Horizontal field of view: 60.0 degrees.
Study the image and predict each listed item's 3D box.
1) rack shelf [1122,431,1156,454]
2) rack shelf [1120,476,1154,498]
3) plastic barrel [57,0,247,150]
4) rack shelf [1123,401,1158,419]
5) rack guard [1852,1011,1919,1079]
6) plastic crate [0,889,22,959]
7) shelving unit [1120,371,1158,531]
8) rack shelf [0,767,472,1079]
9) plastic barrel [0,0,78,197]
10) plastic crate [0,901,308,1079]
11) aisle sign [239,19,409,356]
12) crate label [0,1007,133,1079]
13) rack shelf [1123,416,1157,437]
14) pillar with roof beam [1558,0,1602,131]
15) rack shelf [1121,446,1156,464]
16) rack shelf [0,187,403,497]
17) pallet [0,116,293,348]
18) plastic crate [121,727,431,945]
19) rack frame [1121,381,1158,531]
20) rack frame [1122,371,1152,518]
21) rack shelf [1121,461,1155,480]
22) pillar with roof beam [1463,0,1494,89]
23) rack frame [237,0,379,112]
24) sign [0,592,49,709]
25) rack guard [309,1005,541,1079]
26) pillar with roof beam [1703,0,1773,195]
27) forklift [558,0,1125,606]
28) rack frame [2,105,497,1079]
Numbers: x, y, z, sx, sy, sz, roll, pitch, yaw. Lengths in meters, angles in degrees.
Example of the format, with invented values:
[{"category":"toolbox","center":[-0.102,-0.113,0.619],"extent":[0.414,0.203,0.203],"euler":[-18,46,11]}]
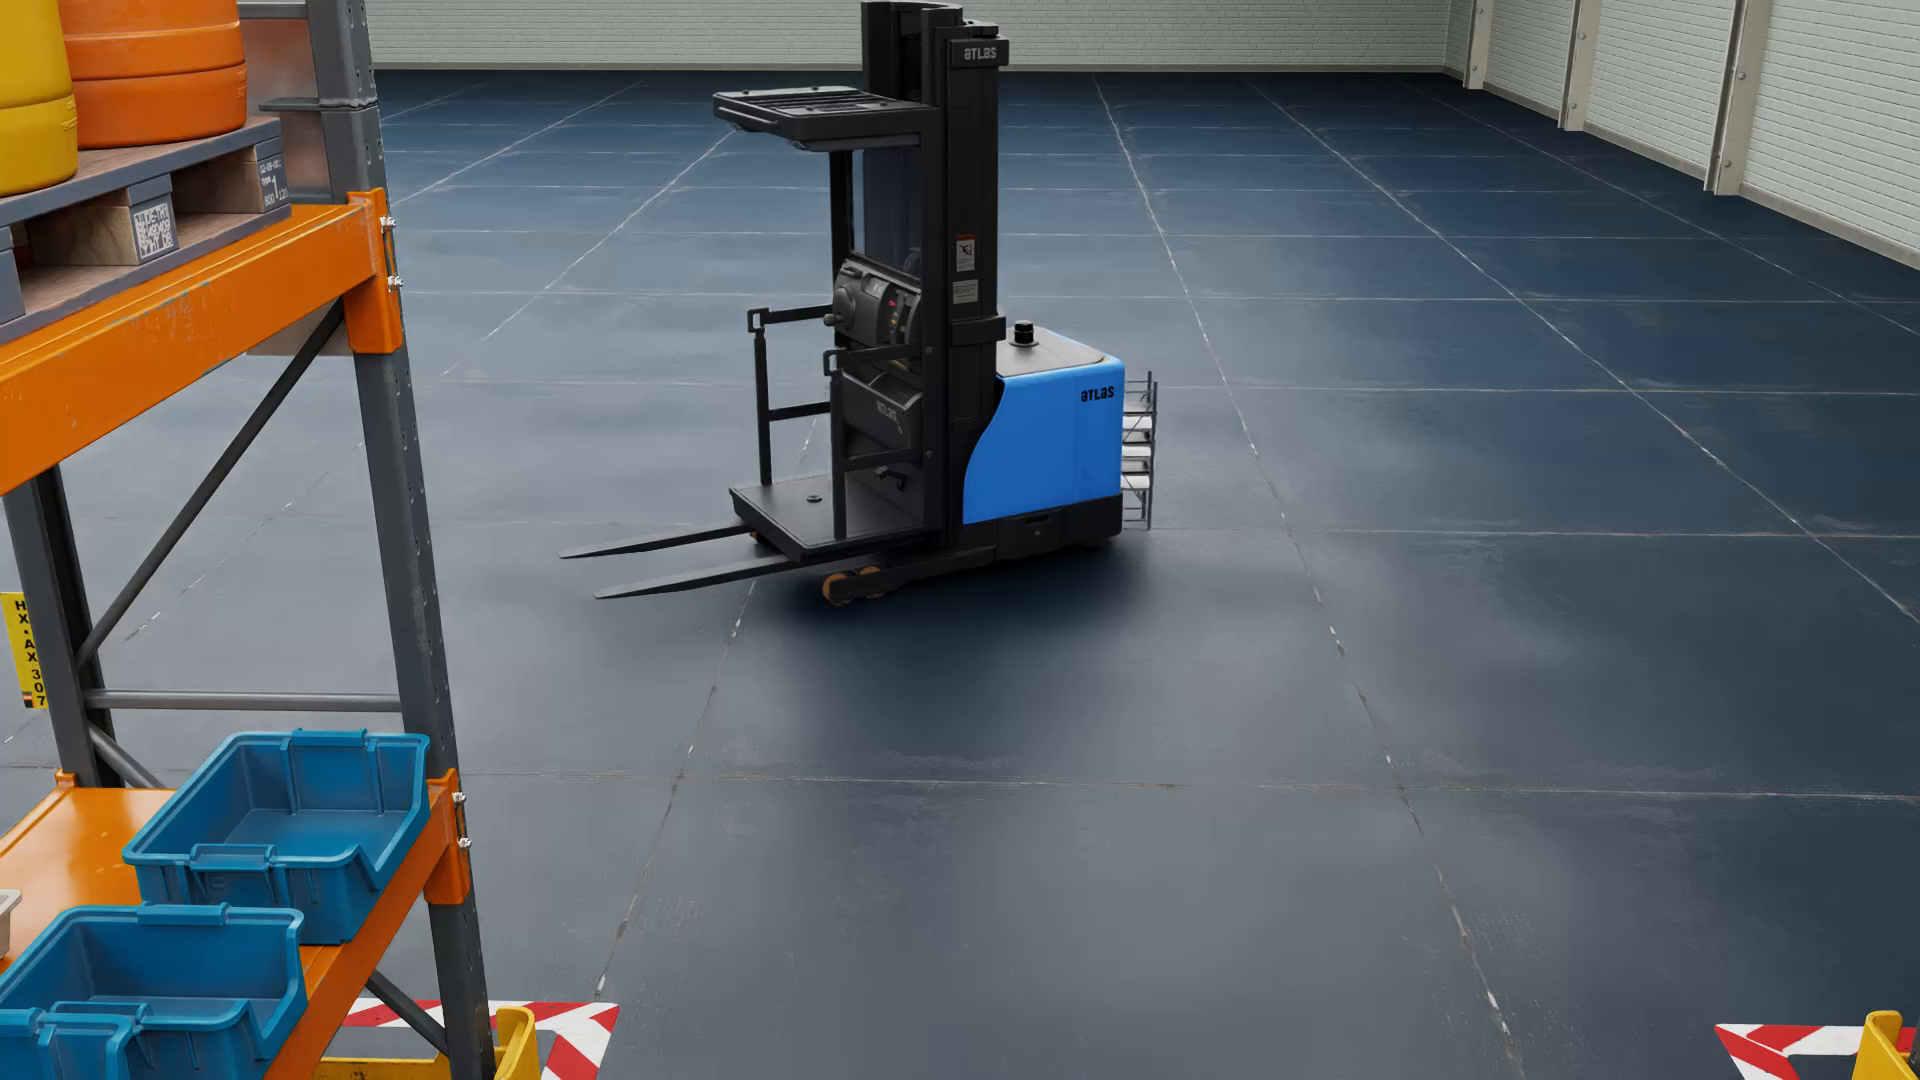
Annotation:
[{"category":"rack shelf","center":[0.984,-0.562,9.575],"extent":[0.258,0.077,0.200],"euler":[-1,22,-3]},{"category":"rack shelf","center":[0.984,-0.311,9.674],"extent":[0.258,0.077,0.200],"euler":[-1,22,-3]},{"category":"plastic barrel","center":[-1.717,-1.195,3.142],"extent":[0.600,0.830,0.708],"euler":[1,21,2]},{"category":"rack shelf","center":[0.984,-0.729,9.509],"extent":[0.258,0.077,0.200],"euler":[-1,22,-3]},{"category":"rack guard","center":[3.122,1.635,4.625],"extent":[1.175,0.500,0.348],"euler":[1,21,2]},{"category":"plastic crate","center":[-2.178,0.865,3.517],"extent":[0.298,0.136,0.250],"euler":[1,21,2]},{"category":"shelving unit","center":[0.984,-0.509,9.596],"extent":[0.258,0.900,0.210],"euler":[-1,22,-3]},{"category":"rack shelf","center":[-1.890,1.481,2.561],"extent":[1.077,0.370,4.000],"euler":[1,21,2]},{"category":"plastic barrel","center":[-1.737,-0.846,2.576],"extent":[0.600,0.588,0.600],"euler":[0,21,0]},{"category":"plastic crate","center":[-1.571,0.910,3.241],"extent":[0.499,0.251,0.408],"euler":[1,21,2]},{"category":"aisle sign","center":[-1.530,-0.813,3.883],"extent":[0.394,0.787,0.004],"euler":[1,21,2]},{"category":"crate label","center":[-1.615,1.074,2.565],"extent":[0.502,0.435,0.616],"euler":[1,21,2]},{"category":"rack shelf","center":[0.984,-0.646,9.542],"extent":[0.258,0.077,0.200],"euler":[-1,22,-3]},{"category":"pillar with roof beam","center":[5.343,-10.728,24.738],"extent":[9.100,9.000,0.400],"euler":[1,21,2]},{"category":"rack shelf","center":[0.984,-0.478,9.608],"extent":[0.258,0.077,0.200],"euler":[-1,22,-3]},{"category":"rack shelf","center":[-1.890,0.082,2.018],"extent":[1.077,0.370,4.000],"euler":[1,21,2]},{"category":"pallet","center":[-1.952,-0.590,3.018],"extent":[1.003,0.211,1.213],"euler":[1,21,2]},{"category":"plastic crate","center":[-1.545,0.676,3.846],"extent":[0.499,0.251,0.616],"euler":[1,21,2]},{"category":"rack frame","center":[0.990,-0.472,9.501],"extent":[0.240,0.900,0.006],"euler":[-1,22,-3]},{"category":"rack frame","center":[0.979,-0.547,9.690],"extent":[0.240,0.900,0.006],"euler":[-1,22,-3]},{"category":"rack shelf","center":[0.984,-0.395,9.641],"extent":[0.258,0.077,0.200],"euler":[-1,22,-3]},{"category":"pillar with roof beam","center":[5.526,-12.897,30.329],"extent":[9.100,9.000,0.400],"euler":[1,21,2]},{"category":"rack frame","center":[-1.829,-2.375,3.209],"extent":[1.000,3.000,0.127],"euler":[1,21,2]},{"category":"sign","center":[-2.379,0.285,4.264],"extent":[0.100,0.325,0.005],"euler":[1,21,2]},{"category":"rack guard","center":[-1.785,1.615,4.674],"extent":[1.175,0.500,0.348],"euler":[1,21,2]},{"category":"pillar with roof beam","center":[5.161,-8.559,19.147],"extent":[9.100,9.000,0.400],"euler":[1,21,2]},{"category":"forklift","center":[-0.622,-1.241,8.676],"extent":[3.031,2.935,1.130],"euler":[-11,24,-27]},{"category":"rack frame","center":[-1.829,0.422,4.294],"extent":[1.000,3.000,0.127],"euler":[1,21,2]}]
